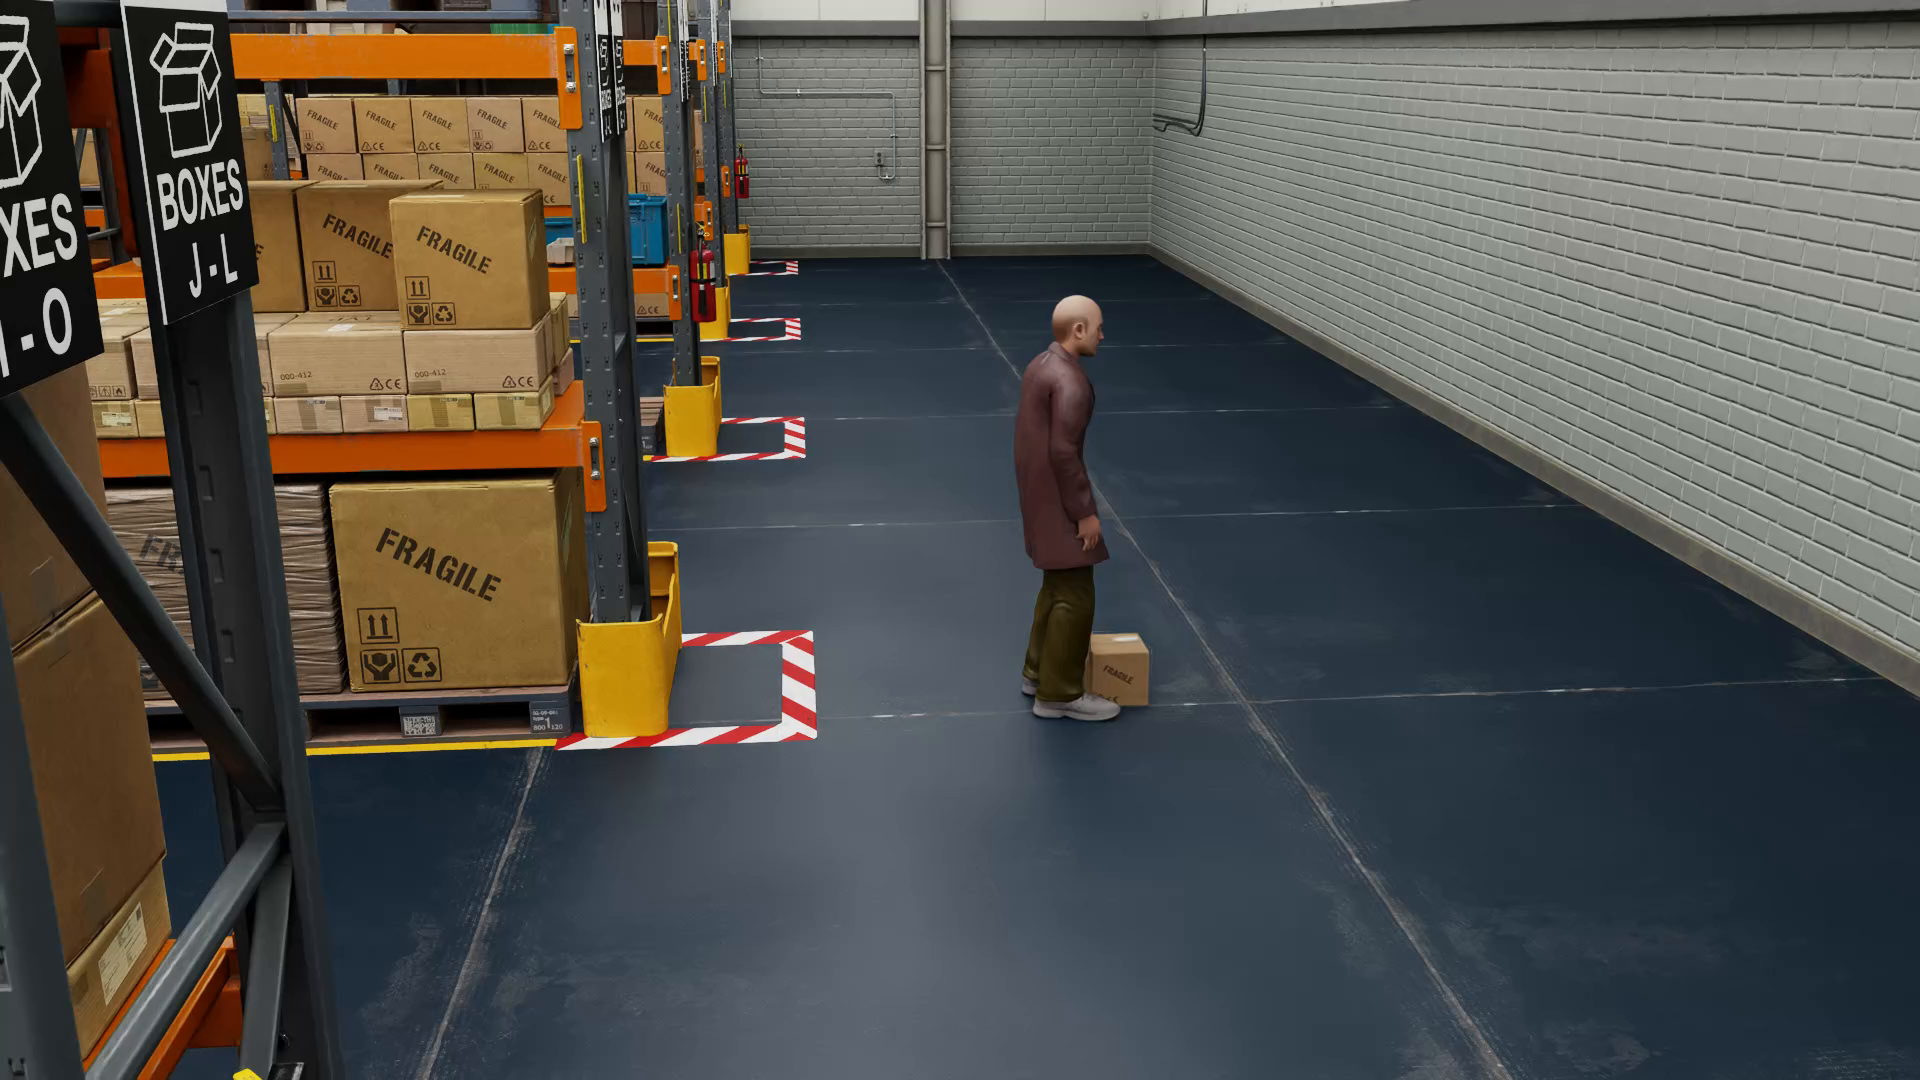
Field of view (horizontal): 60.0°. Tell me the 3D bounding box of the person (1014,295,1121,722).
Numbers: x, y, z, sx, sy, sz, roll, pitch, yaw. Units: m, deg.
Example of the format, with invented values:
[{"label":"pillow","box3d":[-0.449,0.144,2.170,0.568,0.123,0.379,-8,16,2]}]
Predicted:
[{"label":"person","box3d":[0.444,-0.147,7.063,0.426,1.774,0.622,-2,17,-8]}]
